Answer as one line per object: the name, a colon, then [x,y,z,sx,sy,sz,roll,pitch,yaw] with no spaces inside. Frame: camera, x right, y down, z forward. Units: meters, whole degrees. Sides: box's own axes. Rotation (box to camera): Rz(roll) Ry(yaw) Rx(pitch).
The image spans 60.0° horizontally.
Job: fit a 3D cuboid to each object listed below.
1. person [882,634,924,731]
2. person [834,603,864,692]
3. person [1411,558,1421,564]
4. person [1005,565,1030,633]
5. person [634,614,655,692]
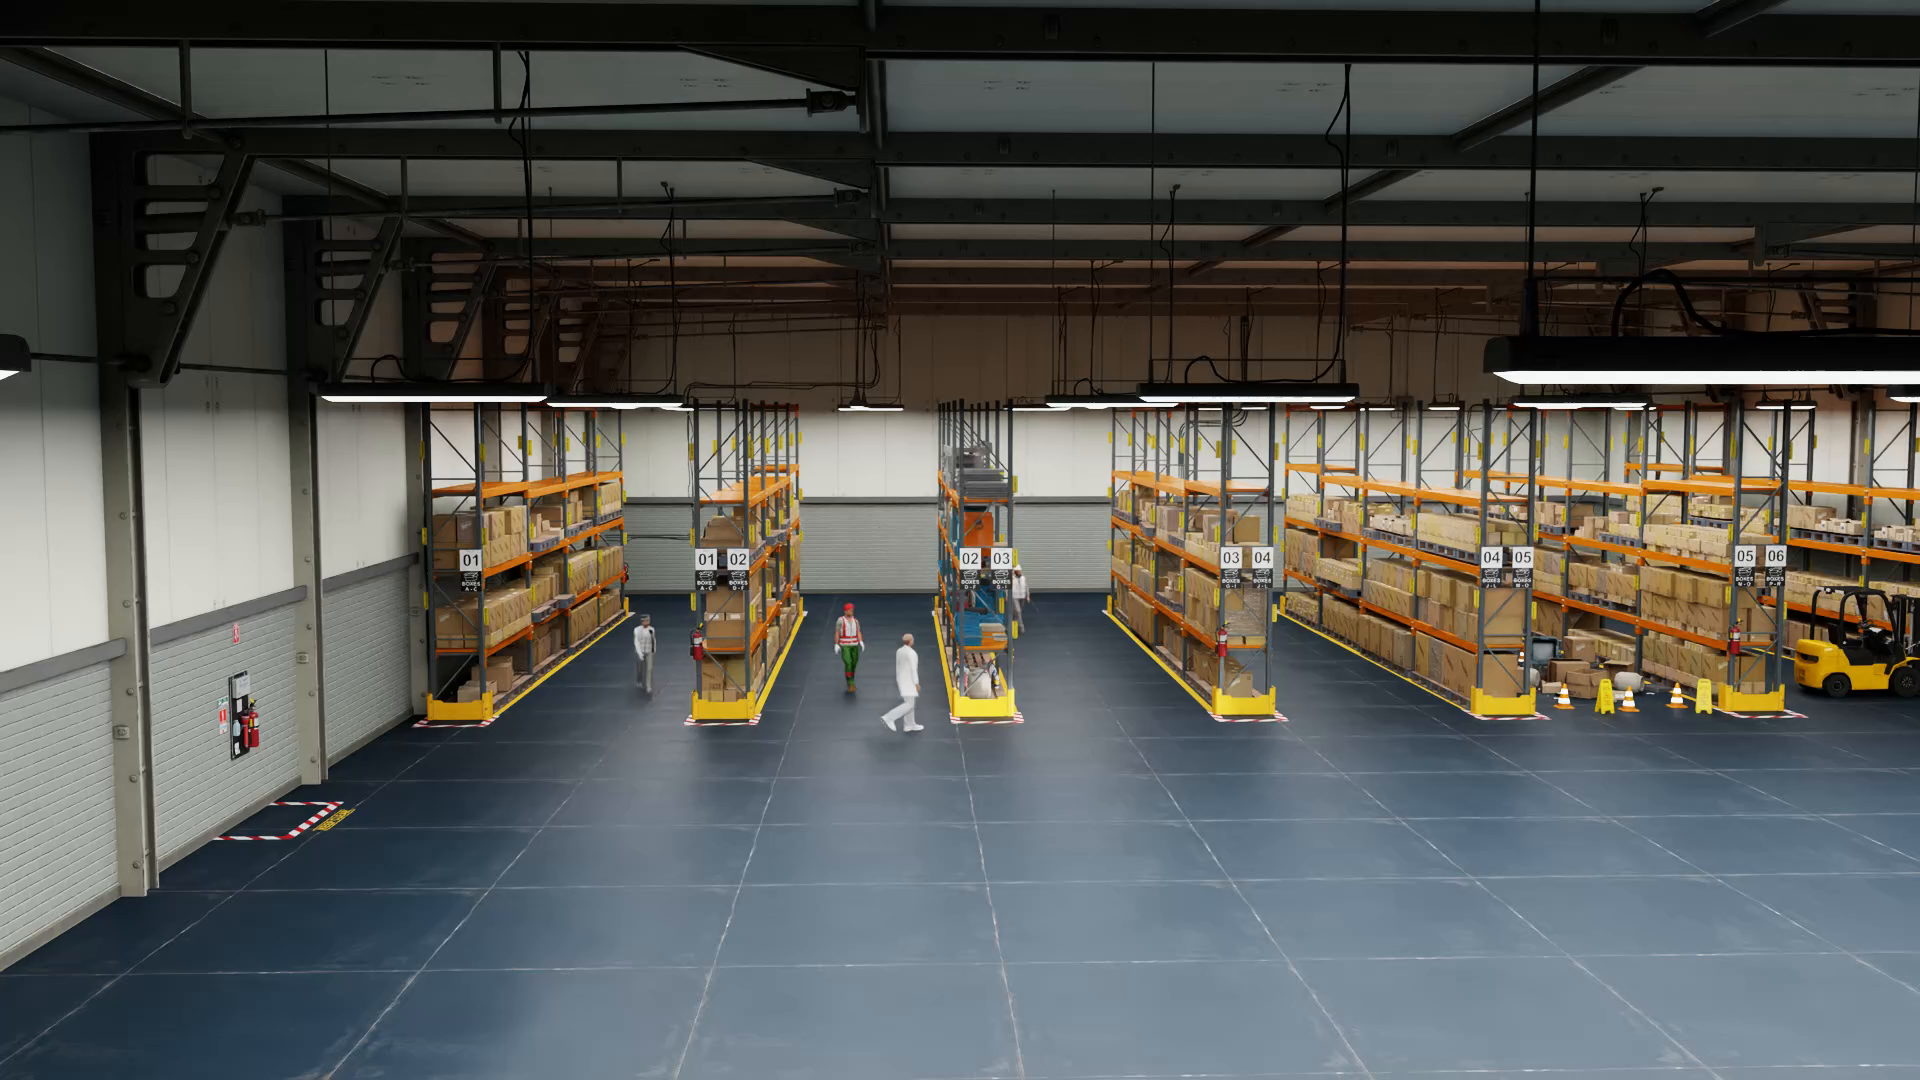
person: [-1.018,2.659,29.776,0.810,1.573,0.574,-1,5,-17]
person: [-2.234,2.225,34.432,0.578,1.789,0.740,-3,5,-33]
person: [12.950,1.283,46.990,0.854,1.744,0.530,3,5,34]
person: [1.567,1.519,43.765,0.577,1.742,0.938,-2,5,-29]
person: [-6.481,2.315,34.260,0.466,1.578,1.067,-1,5,-18]
